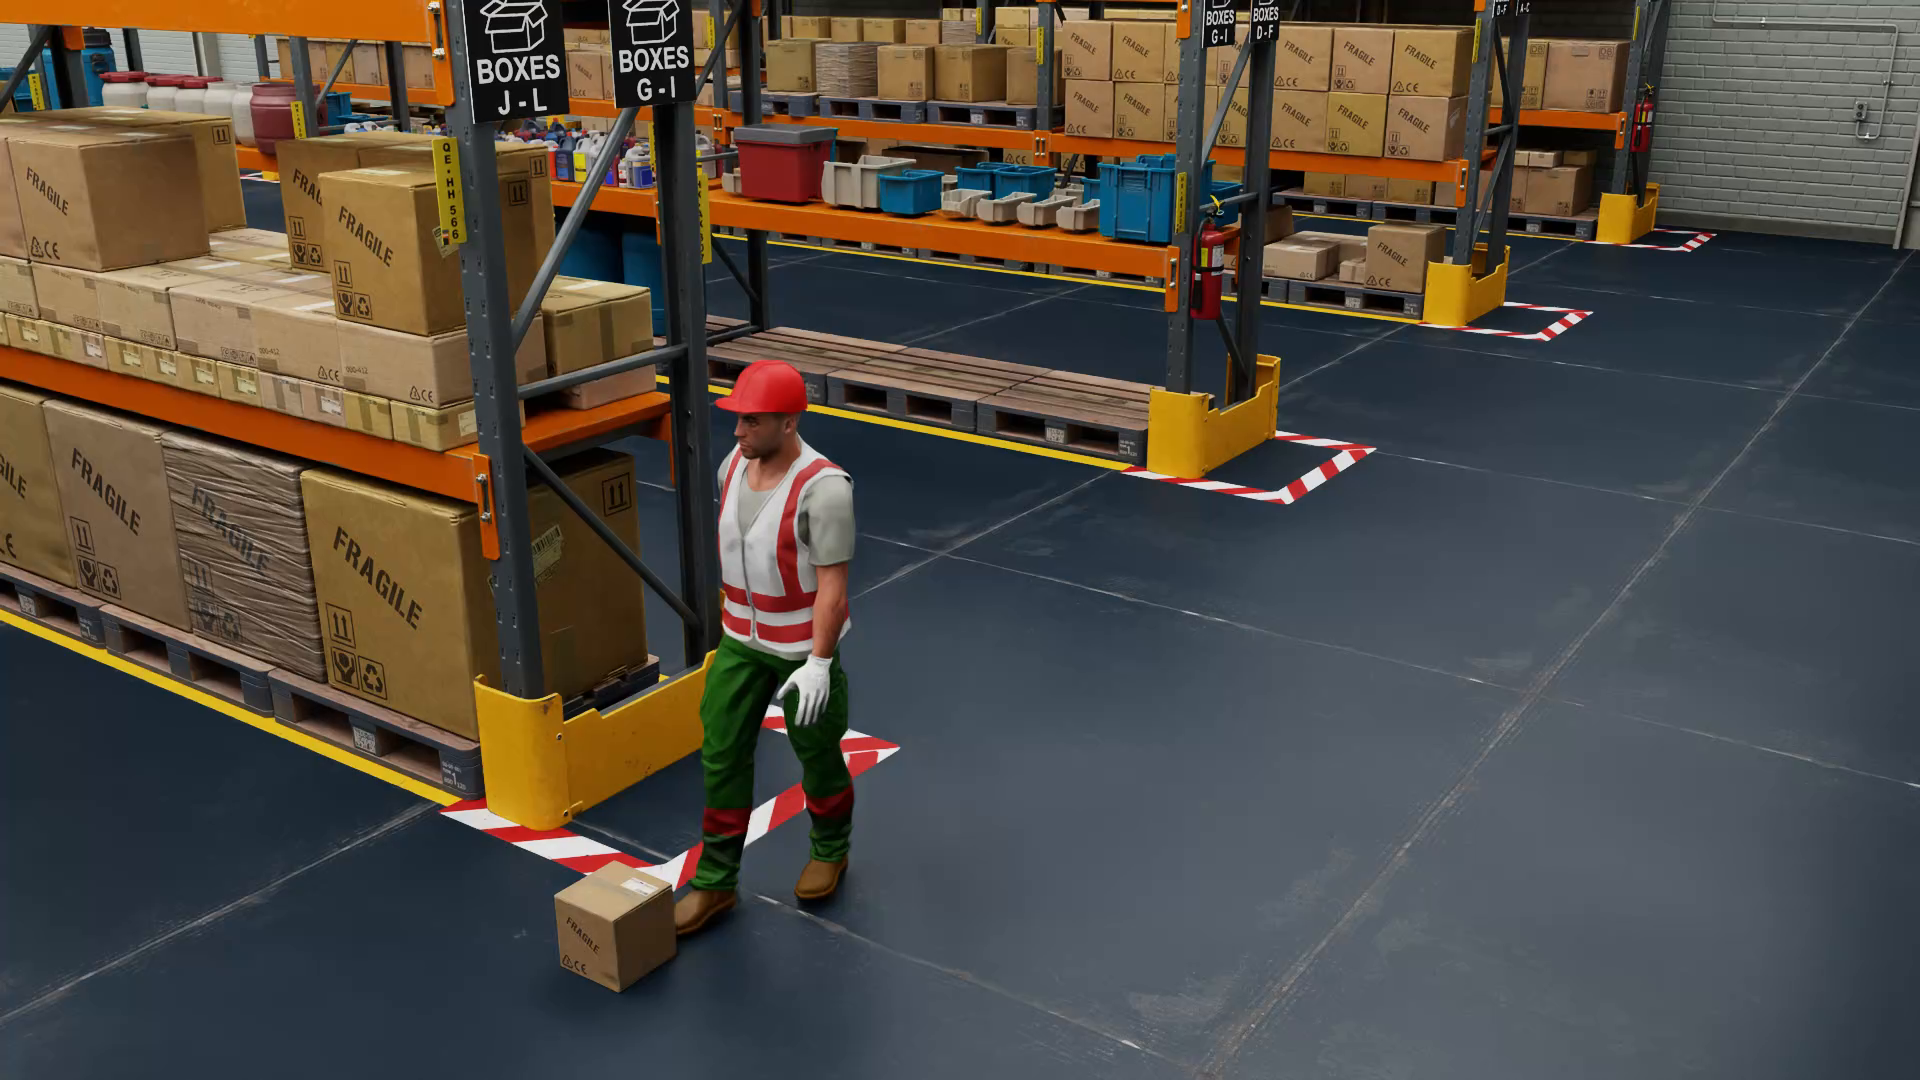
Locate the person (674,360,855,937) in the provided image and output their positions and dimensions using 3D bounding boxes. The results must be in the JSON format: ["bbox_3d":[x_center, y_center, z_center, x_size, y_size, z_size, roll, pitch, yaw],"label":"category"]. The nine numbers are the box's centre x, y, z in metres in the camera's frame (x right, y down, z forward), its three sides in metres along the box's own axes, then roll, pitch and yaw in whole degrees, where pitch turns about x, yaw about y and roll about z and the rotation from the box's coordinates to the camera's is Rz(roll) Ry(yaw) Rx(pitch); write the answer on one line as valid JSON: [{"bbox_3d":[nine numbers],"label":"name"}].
[{"bbox_3d":[-0.591,0.335,5.030,0.557,1.778,0.675,11,23,29],"label":"person"}]
